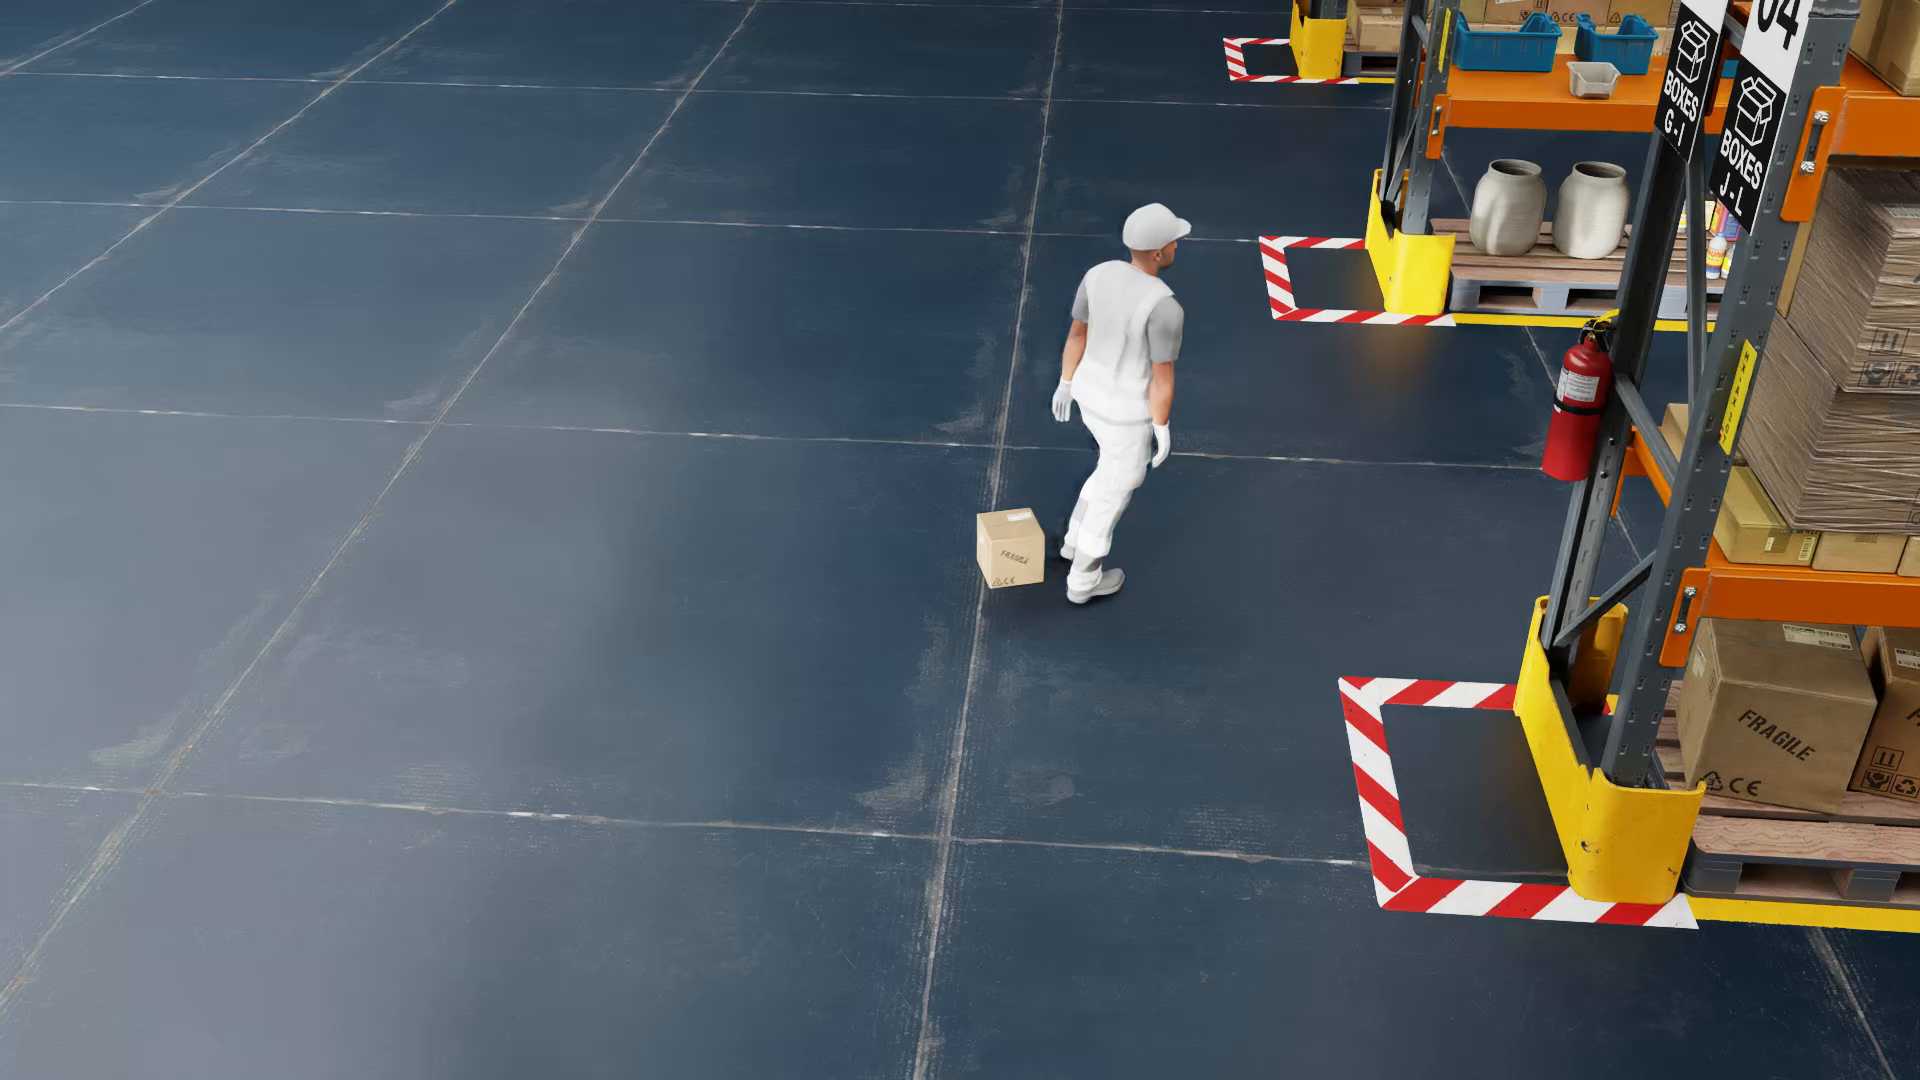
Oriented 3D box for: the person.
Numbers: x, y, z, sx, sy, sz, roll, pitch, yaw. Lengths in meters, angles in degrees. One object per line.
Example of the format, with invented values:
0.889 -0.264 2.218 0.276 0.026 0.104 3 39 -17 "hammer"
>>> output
0.674 -0.557 6.982 0.483 1.770 0.580 -20 37 -29 "person"
